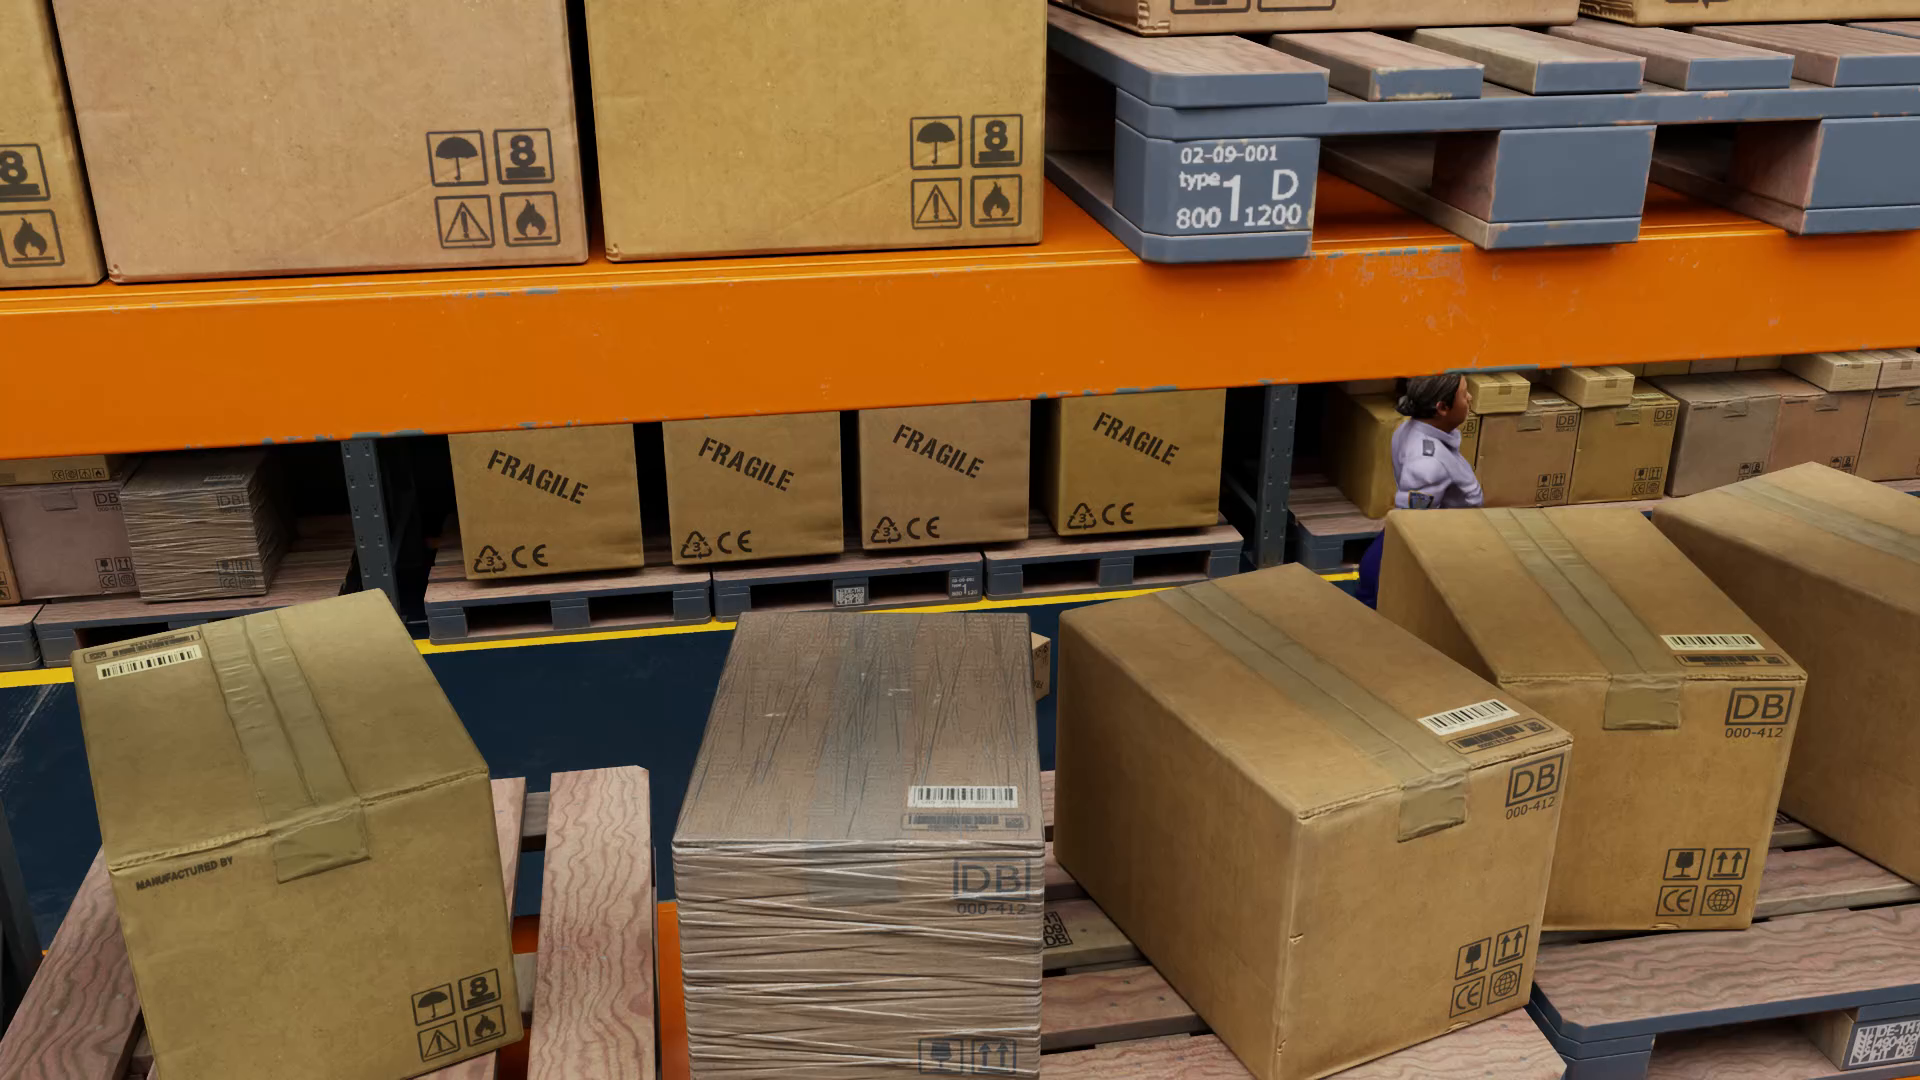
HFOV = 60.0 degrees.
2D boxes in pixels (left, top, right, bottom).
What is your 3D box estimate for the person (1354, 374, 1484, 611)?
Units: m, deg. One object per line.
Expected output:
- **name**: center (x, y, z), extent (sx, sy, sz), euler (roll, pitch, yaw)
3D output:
- **person**: center (1.669, 0.144, 5.758), extent (0.933, 1.607, 0.517), euler (0, 23, 1)
